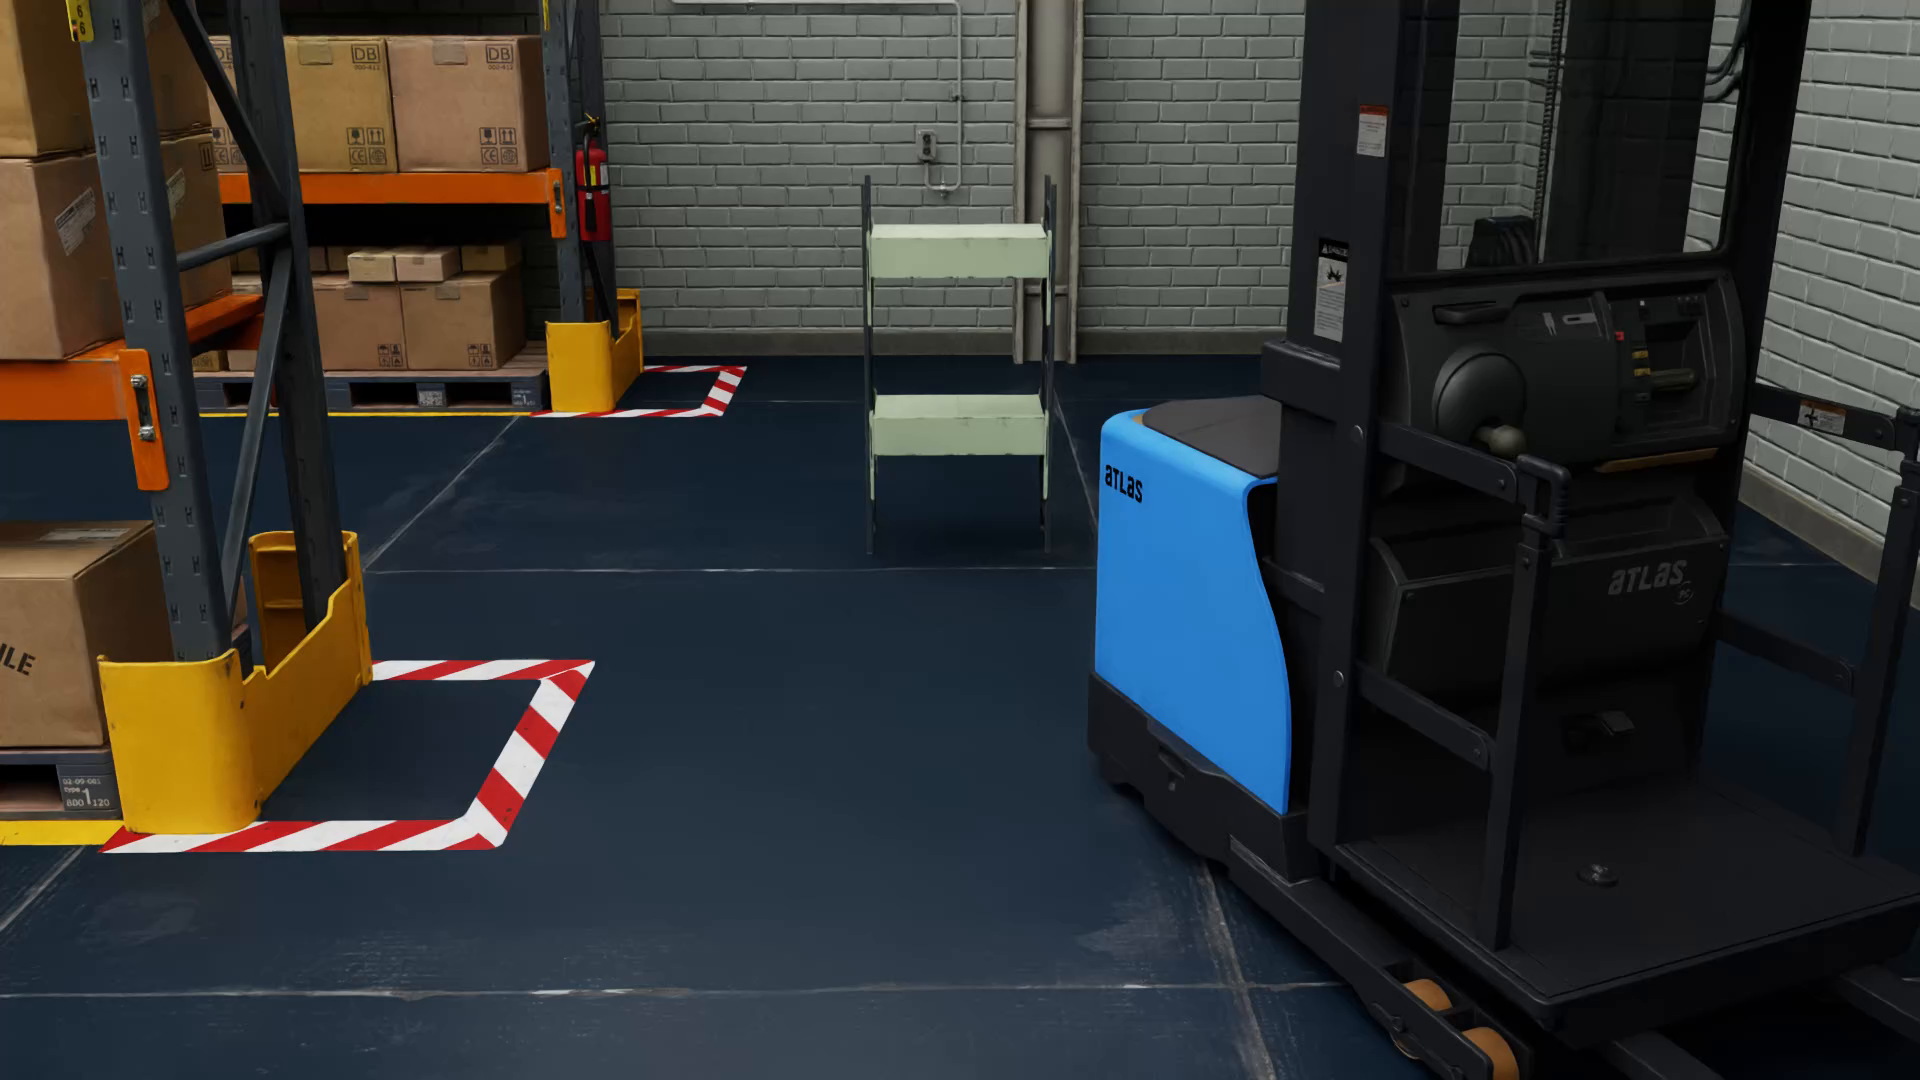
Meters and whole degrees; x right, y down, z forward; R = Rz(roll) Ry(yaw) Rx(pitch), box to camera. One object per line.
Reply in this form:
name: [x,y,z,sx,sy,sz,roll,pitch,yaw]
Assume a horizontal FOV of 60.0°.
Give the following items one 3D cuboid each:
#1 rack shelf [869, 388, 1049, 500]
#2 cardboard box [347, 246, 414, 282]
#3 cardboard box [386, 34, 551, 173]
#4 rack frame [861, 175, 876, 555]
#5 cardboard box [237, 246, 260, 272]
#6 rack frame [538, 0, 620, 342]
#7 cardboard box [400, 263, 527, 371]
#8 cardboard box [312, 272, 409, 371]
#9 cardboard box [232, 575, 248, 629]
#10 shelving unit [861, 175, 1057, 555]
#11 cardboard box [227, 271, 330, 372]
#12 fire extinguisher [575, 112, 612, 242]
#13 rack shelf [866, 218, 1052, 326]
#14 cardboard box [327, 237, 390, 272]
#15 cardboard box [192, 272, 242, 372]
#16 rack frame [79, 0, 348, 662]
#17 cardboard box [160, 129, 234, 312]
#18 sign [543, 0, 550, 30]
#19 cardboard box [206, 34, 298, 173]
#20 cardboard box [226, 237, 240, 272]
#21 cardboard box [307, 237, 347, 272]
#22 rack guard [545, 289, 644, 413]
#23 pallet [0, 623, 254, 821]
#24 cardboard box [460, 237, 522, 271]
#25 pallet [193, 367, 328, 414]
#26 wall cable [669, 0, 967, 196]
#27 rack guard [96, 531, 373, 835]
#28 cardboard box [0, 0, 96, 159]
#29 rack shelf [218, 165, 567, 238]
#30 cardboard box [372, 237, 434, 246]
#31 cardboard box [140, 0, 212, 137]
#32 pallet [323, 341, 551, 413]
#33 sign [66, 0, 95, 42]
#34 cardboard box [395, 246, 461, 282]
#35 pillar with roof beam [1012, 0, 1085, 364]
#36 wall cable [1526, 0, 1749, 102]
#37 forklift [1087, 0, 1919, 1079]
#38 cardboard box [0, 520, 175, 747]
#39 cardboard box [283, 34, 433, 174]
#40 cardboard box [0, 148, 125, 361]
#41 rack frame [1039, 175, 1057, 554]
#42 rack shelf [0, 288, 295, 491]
rack shelf: [-0.007,-0.404,6.918,0.720,0.370,0.431,0,18,-1]
cardboard box: [-3.226,-1.543,9.291,0.250,0.149,0.380,0,18,1]
cardboard box: [-2.656,-2.454,9.295,0.700,0.700,0.980,1,18,2]
rack frame: [-0.373,-0.712,6.813,0.023,1.500,0.400,0,18,-1]
cardboard box: [-3.990,-1.656,9.643,0.250,0.149,0.380,0,18,0]
rack frame: [-2.146,-2.317,9.358,0.127,3.000,1.000,0,18,-1]
cardboard box: [-2.844,-1.292,9.570,0.500,0.500,0.700,0,18,-1]
cardboard box: [-3.345,-1.290,9.563,0.500,0.500,0.700,0,18,-1]
cardboard box: [-2.488,0.241,5.331,0.250,0.149,0.380,0,18,-1]
shelving unit: [-0.007,-0.714,6.818,0.755,1.500,0.431,0,18,-1]
cardboard box: [-3.848,-1.287,9.555,0.500,0.500,0.700,-1,18,-3]
fire extinguisher: [-1.988,-1.962,8.990,0.183,0.674,0.296,0,18,-1]
rack shelf: [-0.007,-1.086,6.699,0.720,0.370,0.431,0,18,-1]
cardboard box: [-3.479,-1.659,9.652,0.250,0.149,0.380,0,18,0]
cardboard box: [-4.381,-1.282,9.540,0.500,0.500,0.700,0,18,0]
rack frame: [-2.064,-0.804,4.642,0.127,3.000,1.000,0,18,-1]
cardboard box: [-2.512,-0.930,4.871,0.500,0.500,0.500,0,18,0]
sign: [-2.151,-2.815,8.629,0.005,0.325,0.100,0,18,-1]
cardboard box: [-4.146,-2.446,9.271,0.700,0.700,0.980,-1,18,-4]
cardboard box: [-4.243,-1.655,9.639,0.250,0.149,0.380,-1,18,-2]
cardboard box: [-3.734,-1.658,9.647,0.250,0.149,0.380,0,18,0]
rack guard: [-2.122,-1.126,9.741,0.348,0.500,1.175,0,18,-1]
pallet: [-2.937,0.529,5.054,1.213,0.211,1.003,0,18,-1]
cardboard box: [-2.723,-1.663,9.664,0.250,0.149,0.380,0,18,0]
pallet: [-4.161,-0.956,9.682,1.213,0.211,1.003,0,18,-1]
wall cable: [-0.881,-3.095,10.123,1.851,1.984,0.084,0,18,-1]
rack guard: [-2.140,0.387,5.023,0.348,0.500,1.175,0,18,-1]
cardboard box: [-2.505,-1.241,4.206,0.500,0.500,0.500,0,18,-1]
rack shelf: [-4.146,-1.964,9.438,4.000,0.370,1.077,0,18,-1]
cardboard box: [-3.229,-1.660,9.655,0.250,0.149,0.380,0,18,-1]
cardboard box: [-2.512,-1.406,4.718,0.500,0.500,0.500,0,18,1]
pallet: [-2.944,-0.961,9.698,1.213,0.211,1.003,0,18,-1]
sign: [-2.075,-1.336,3.888,0.005,0.325,0.100,0,18,-1]
cardboard box: [-2.970,-1.545,9.296,0.250,0.149,0.380,0,18,-2]
pillar with roof beam: [0.608,-4.136,5.207,0.400,9.000,9.100,0,18,-1]
wall cable: [3.515,-3.613,8.661,0.112,2.526,3.097,0,18,-1]
forklift: [1.417,-0.375,3.417,1.130,2.935,3.031,-7,19,-22]
cardboard box: [-2.604,0.255,4.714,0.500,0.500,0.500,0,18,-1]
cardboard box: [-3.383,-2.447,9.274,0.700,0.700,0.980,0,18,-1]
cardboard box: [-2.508,-0.766,4.361,0.500,0.500,0.500,0,18,1]
rack frame: [0.359,-0.716,6.824,0.023,1.500,0.400,0,18,-1]
rack shelf: [-4.064,-0.451,4.722,4.000,0.370,1.077,0,18,-1]
